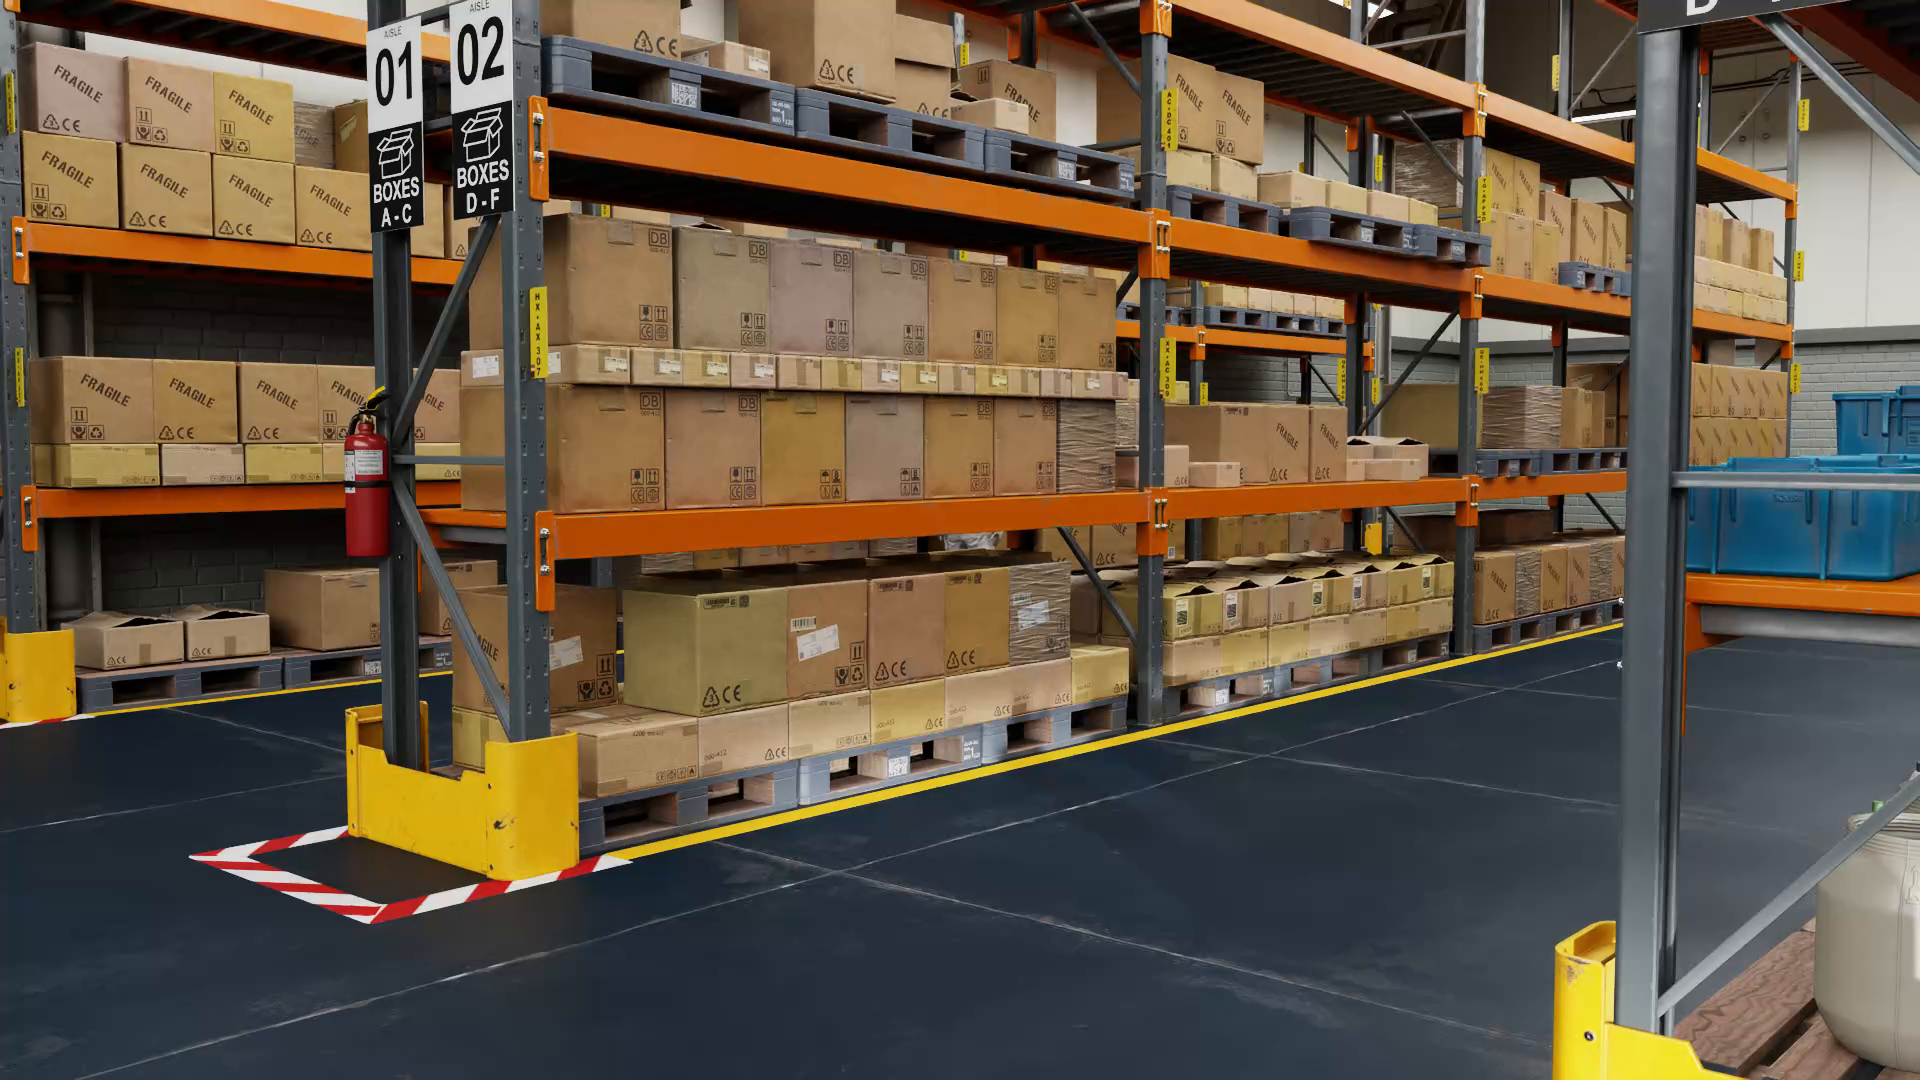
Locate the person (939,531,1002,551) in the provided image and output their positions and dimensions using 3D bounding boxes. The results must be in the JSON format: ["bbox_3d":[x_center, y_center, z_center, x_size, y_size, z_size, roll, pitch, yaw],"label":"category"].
[{"bbox_3d":[0.075,-0.109,13.350,0.610,1.777,0.452,3,4,38],"label":"person"}]
